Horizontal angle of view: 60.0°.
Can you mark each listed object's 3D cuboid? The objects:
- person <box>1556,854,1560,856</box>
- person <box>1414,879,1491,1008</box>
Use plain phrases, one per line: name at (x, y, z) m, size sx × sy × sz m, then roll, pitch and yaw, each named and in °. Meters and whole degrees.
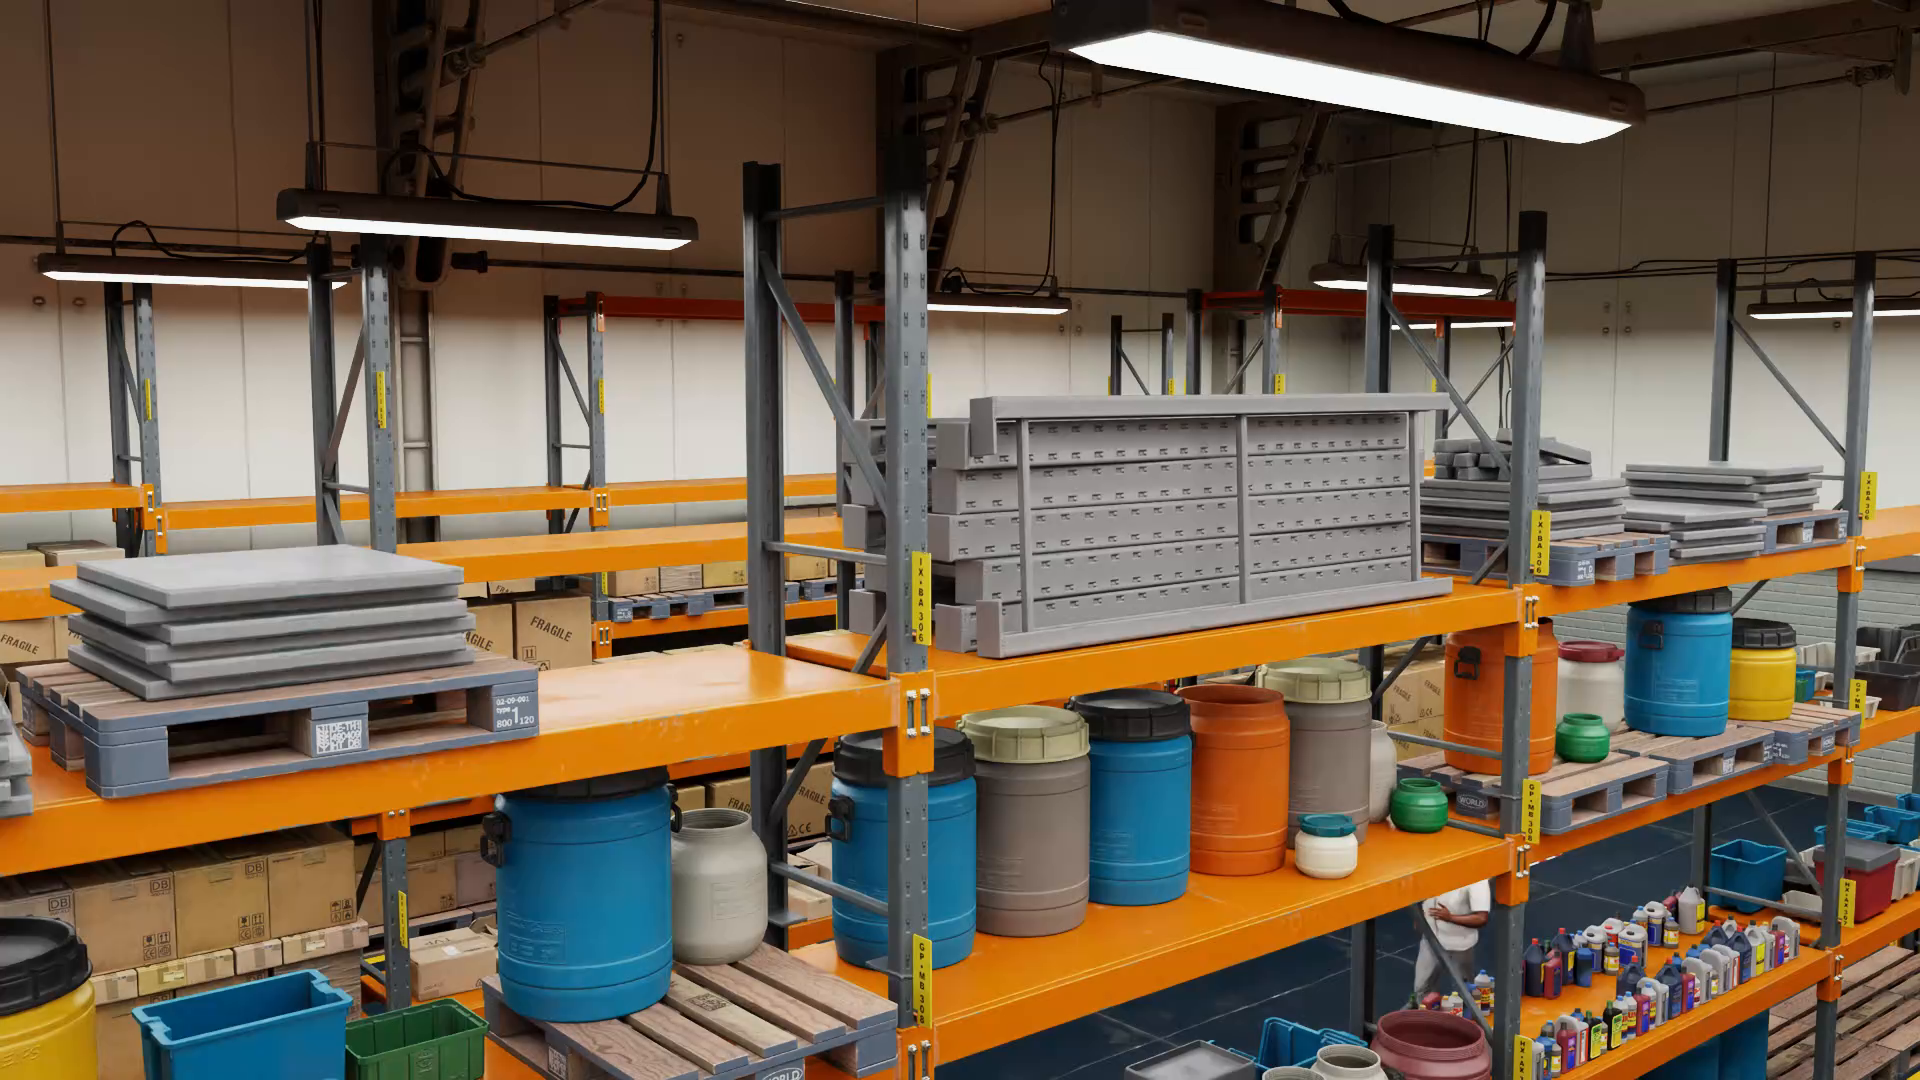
person at (6.453, 2.565, 18.427) m, size 0.582 × 1.738 × 0.801 m, roll -2°, pitch 6°, yaw -24°
person at (3.697, 3.050, 12.563) m, size 0.922 × 1.781 × 0.692 m, roll -4°, pitch 7°, yaw -38°
